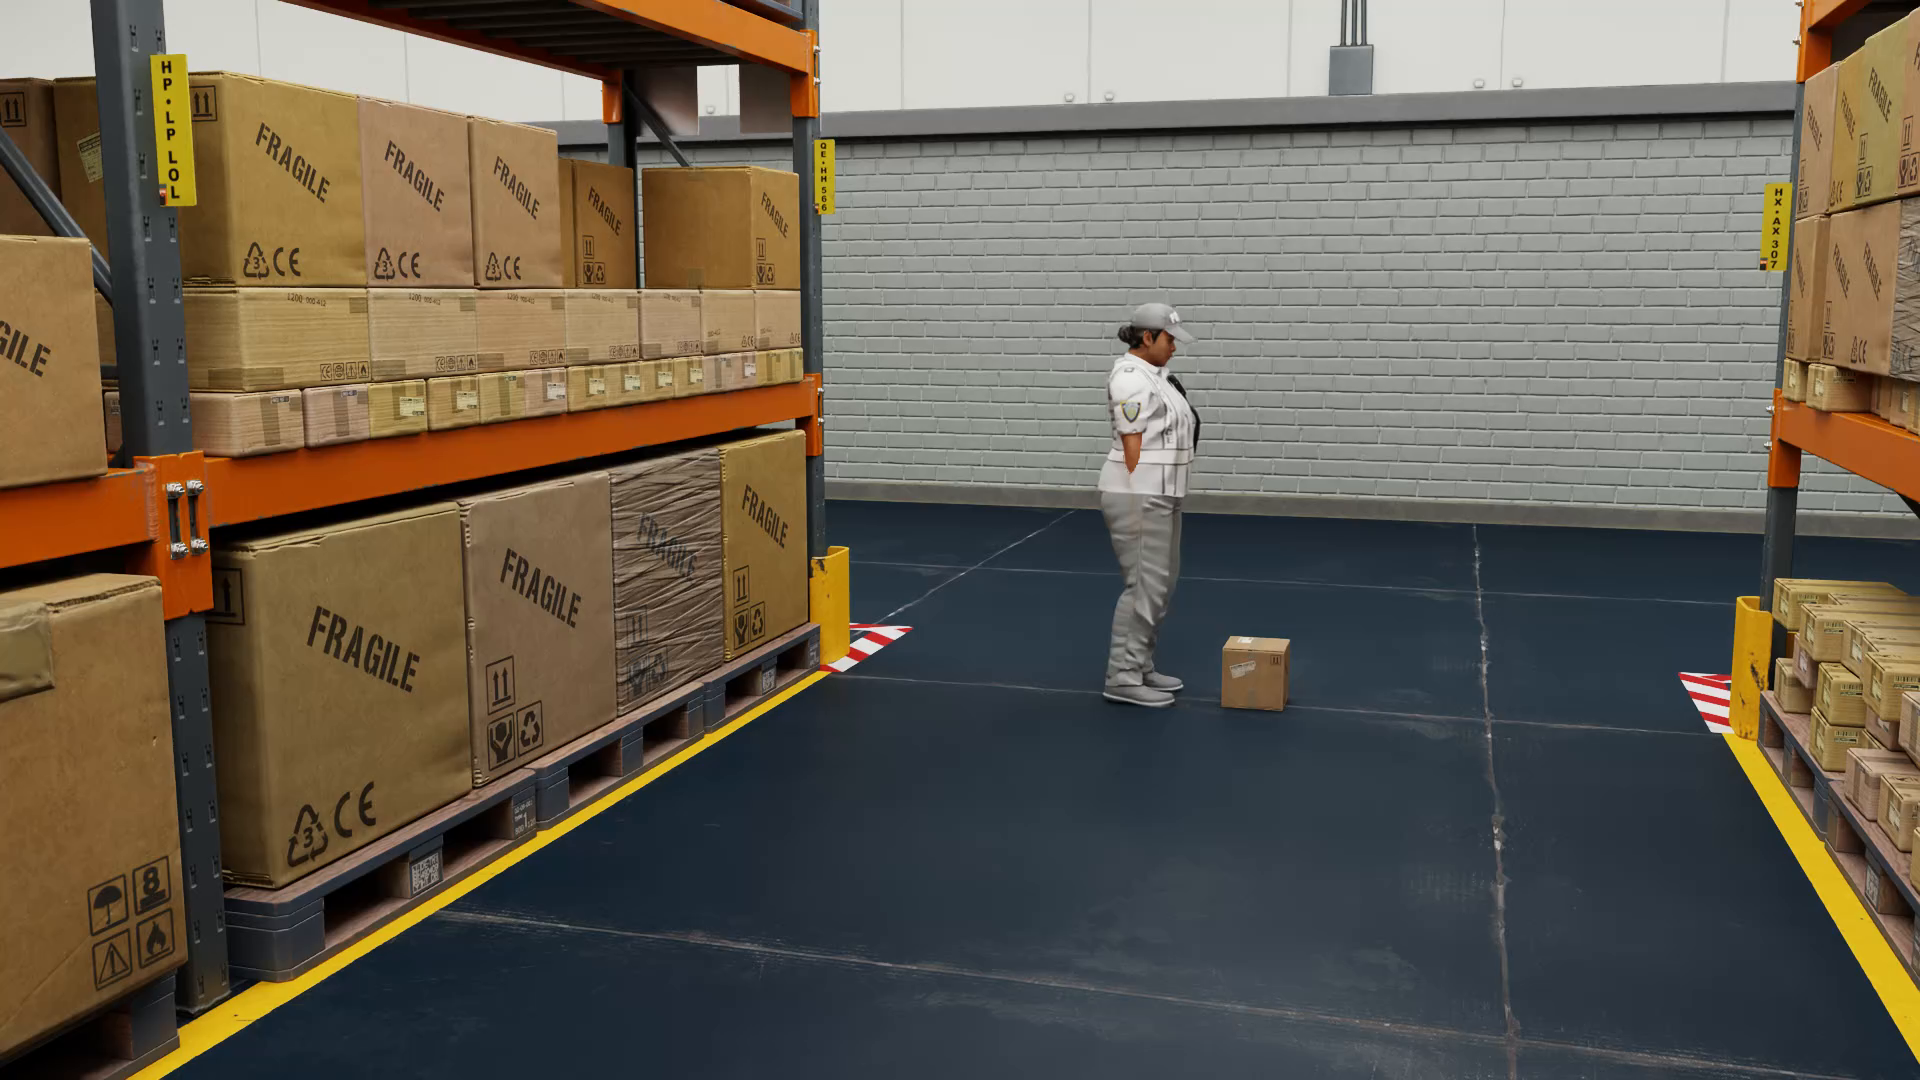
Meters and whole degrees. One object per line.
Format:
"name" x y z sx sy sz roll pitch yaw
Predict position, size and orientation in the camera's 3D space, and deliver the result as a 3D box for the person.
"person" 0.784 -0.159 6.953 0.390 1.656 0.473 3 9 17
